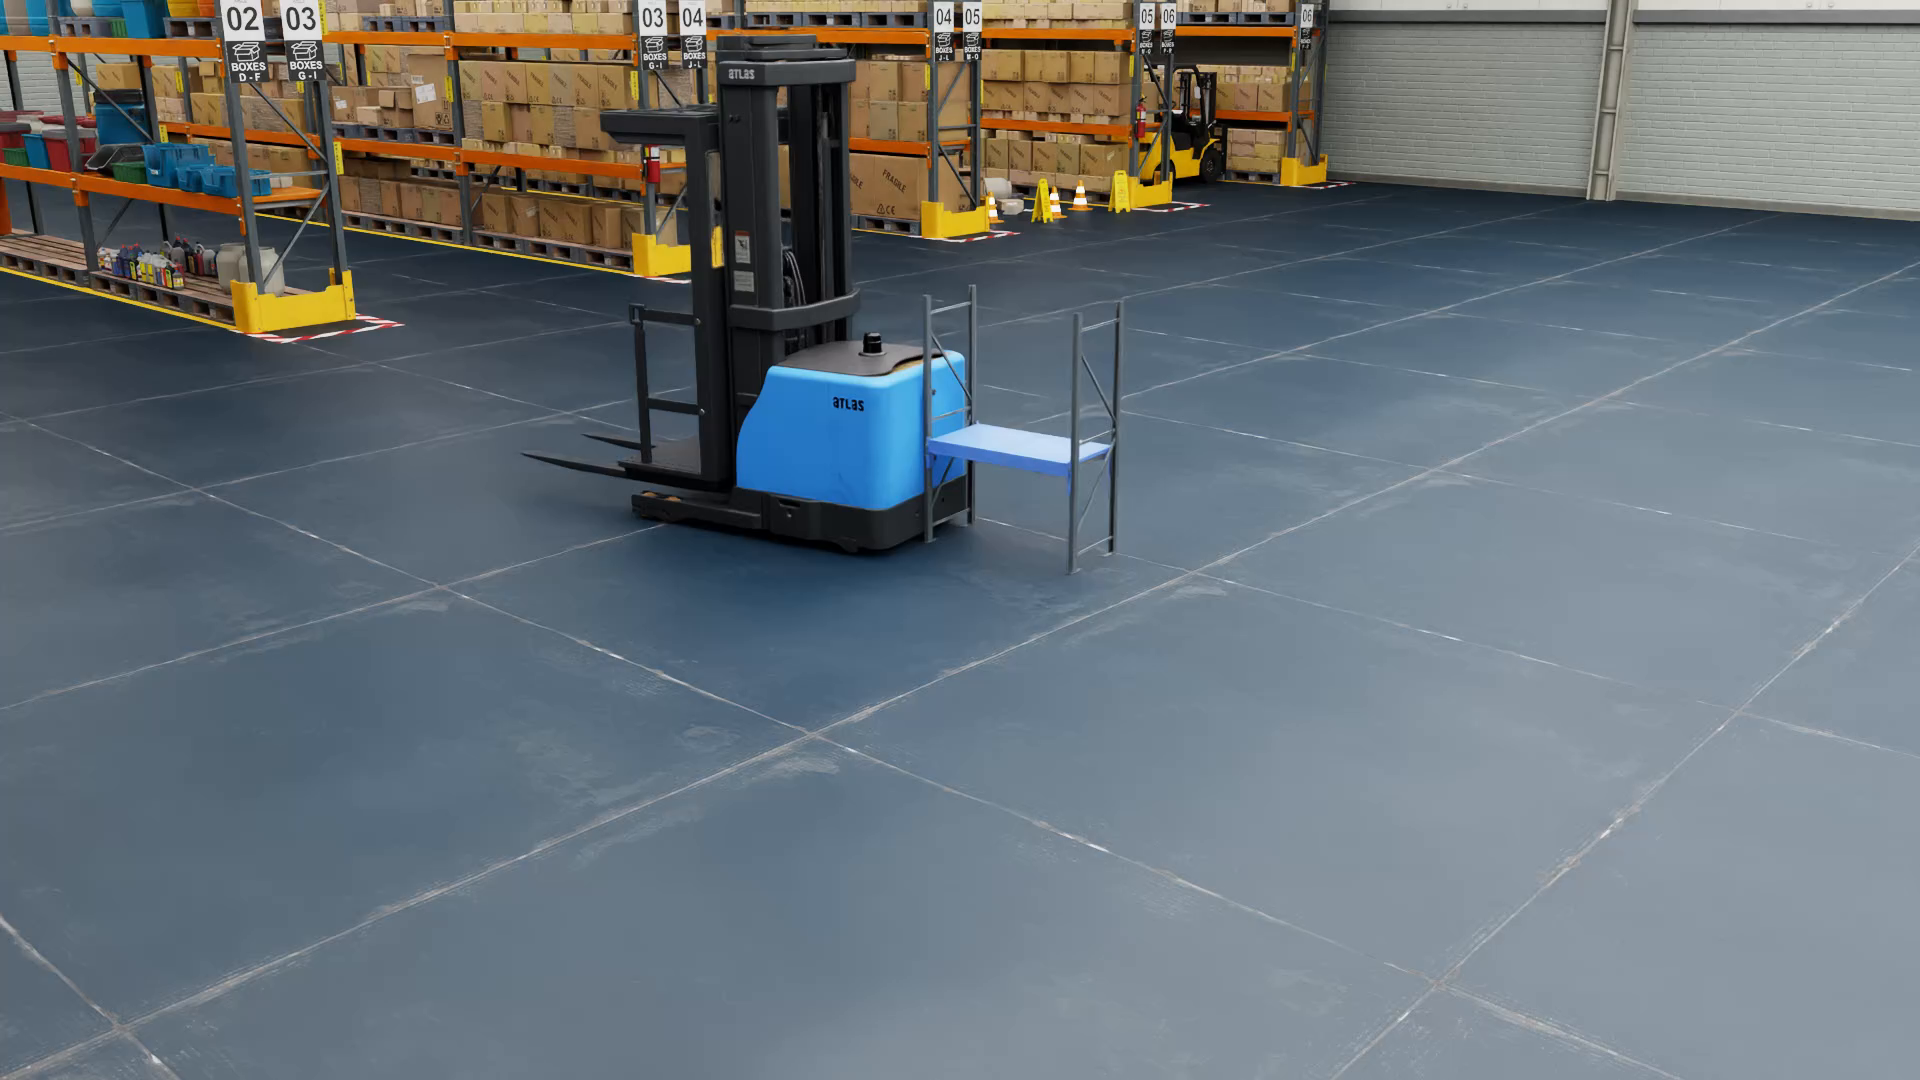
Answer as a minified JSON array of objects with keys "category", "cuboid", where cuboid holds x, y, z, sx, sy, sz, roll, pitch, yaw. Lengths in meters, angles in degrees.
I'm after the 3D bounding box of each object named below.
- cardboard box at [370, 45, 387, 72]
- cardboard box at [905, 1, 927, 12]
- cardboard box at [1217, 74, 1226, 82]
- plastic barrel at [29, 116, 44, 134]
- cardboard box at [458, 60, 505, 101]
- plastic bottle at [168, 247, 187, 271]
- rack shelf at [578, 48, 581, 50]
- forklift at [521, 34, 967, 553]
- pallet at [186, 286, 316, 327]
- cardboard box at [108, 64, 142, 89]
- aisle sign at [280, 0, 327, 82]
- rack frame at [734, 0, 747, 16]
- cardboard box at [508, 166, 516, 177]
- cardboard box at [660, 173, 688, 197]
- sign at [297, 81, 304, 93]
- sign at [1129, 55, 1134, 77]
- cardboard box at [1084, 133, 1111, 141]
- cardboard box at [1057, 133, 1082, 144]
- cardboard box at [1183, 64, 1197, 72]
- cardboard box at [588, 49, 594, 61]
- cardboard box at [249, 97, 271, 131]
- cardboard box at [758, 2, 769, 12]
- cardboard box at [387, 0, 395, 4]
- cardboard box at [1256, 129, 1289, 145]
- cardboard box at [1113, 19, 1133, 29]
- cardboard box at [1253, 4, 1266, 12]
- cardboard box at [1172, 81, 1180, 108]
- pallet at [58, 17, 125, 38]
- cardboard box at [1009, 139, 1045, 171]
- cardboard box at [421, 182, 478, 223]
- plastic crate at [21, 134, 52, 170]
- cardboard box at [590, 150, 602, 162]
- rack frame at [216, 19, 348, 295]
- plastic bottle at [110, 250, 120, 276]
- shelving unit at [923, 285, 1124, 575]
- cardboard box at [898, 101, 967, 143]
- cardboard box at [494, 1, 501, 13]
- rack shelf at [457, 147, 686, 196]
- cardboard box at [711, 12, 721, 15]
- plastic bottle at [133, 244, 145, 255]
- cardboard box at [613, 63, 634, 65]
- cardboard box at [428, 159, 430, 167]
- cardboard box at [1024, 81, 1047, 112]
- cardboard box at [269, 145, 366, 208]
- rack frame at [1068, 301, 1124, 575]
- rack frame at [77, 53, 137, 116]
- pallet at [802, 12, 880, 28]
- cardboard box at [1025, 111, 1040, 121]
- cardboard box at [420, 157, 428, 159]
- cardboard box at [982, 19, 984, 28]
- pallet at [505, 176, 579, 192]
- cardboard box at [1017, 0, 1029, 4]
[{"category":"cardboard box","cuboid":[-11.128,-9.389,32.426,0.500,0.500,0.500,14,23,38]},{"category":"cardboard box","cuboid":[-0.550,-7.417,23.122,0.250,0.149,0.380,15,23,39]},{"category":"cardboard box","cuboid":[5.005,-8.749,31.482,0.250,0.149,0.380,15,23,40]},{"category":"plastic barrel","cuboid":[-11.489,-5.064,20.924,0.421,0.512,0.421,0,18,0]},{"category":"cardboard box","cuboid":[-6.268,-6.089,22.029,0.500,0.500,0.500,15,23,39]},{"category":"plastic bottle","cuboid":[-8.986,-3.221,19.076,0.135,0.276,0.152,15,23,39]},{"category":"rack shelf","cuboid":[-7.555,-8.964,29.630,4.000,0.370,1.077,15,23,39]},{"category":"forklift","cuboid":[-1.489,-1.628,10.396,3.031,2.935,1.130,10,20,29]},{"category":"pallet","cuboid":[-7.424,-2.487,17.599,1.213,0.211,1.003,15,23,39]},{"category":"cardboard box","cuboid":[-14.466,-8.047,29.027,0.500,0.500,0.500,14,23,38]},{"category":"aisle sign","cuboid":[-6.483,-4.938,16.415,0.004,0.787,0.394,15,23,39]},{"category":"rack frame","cuboid":[-3.068,-9.532,25.271,0.127,3.000,1.000,15,23,39]},{"category":"cardboard box","cuboid":[-7.877,-6.871,30.243,0.500,0.500,0.500,16,23,40]},{"category":"cardboard box","cuboid":[-4.311,-6.099,27.397,0.750,0.750,1.050,15,23,39]},{"category":"sign","cuboid":[-9.793,-6.800,24.664,0.005,0.325,0.100,15,23,39]},{"category":"sign","cuboid":[2.751,-7.591,26.635,0.005,0.325,0.100,15,23,39]},{"category":"cardboard box","cuboid":[3.037,-8.107,33.930,0.625,0.625,0.875,16,24,42]},{"category":"cardboard box","cuboid":[1.857,-6.778,28.048,0.250,0.149,0.380,16,23,40]},{"category":"cardboard box","cuboid":[4.492,-9.064,31.982,0.250,0.149,0.380,15,23,39]},{"category":"cardboard box","cuboid":[-7.882,-10.382,36.048,0.500,0.500,0.500,15,23,39]},{"category":"cardboard box","cuboid":[-10.720,-6.670,26.003,0.500,0.500,0.500,14,22,38]},{"category":"cardboard box","cuboid":[-2.826,-8.029,25.049,0.250,0.149,0.380,15,23,39]},{"category":"cardboard box","cuboid":[-8.154,-7.847,23.928,0.500,0.500,0.500,16,23,40]},{"category":"cardboard box","cuboid":[5.875,-7.522,31.052,0.500,0.250,0.500,16,24,41]},{"category":"cardboard box","cuboid":[2.682,-8.328,26.851,0.250,0.149,0.380,15,23,39]},{"category":"cardboard box","cuboid":[5.605,-9.789,30.595,0.250,0.149,0.380,14,22,38]},{"category":"cardboard box","cuboid":[4.373,-8.634,32.193,0.500,0.500,0.500,15,23,39]},{"category":"pallet","cuboid":[-9.119,-5.667,18.364,1.003,0.211,1.213,15,23,39]},{"category":"cardboard box","cuboid":[1.199,-6.671,28.785,0.500,0.500,0.500,17,24,42]},{"category":"cardboard box","cuboid":[-7.225,-4.817,23.737,0.500,0.500,0.700,15,23,39]},{"category":"plastic crate","cuboid":[-10.755,-4.594,19.654,0.575,0.384,0.392,15,23,39]},{"category":"cardboard box","cuboid":[-4.378,-4.801,20.696,0.250,0.149,0.380,15,23,39]},{"category":"rack frame","cuboid":[-6.731,-3.647,16.645,0.127,3.000,1.000,15,23,39]},{"category":"plastic bottle","cuboid":[-9.516,-3.140,18.822,0.135,0.276,0.152,16,24,41]},{"category":"shelving unit","cuboid":[0.356,-0.666,9.732,1.048,1.500,0.538,12,21,33]},{"category":"cardboard box","cuboid":[-0.384,-6.005,23.828,0.550,0.550,0.875,15,23,39]},{"category":"cardboard box","cuboid":[-5.751,-6.847,21.358,0.250,0.149,0.380,16,24,41]},{"category":"rack shelf","cuboid":[-4.940,-4.826,21.550,4.000,0.370,1.077,15,23,39]},{"category":"cardboard box","cuboid":[-4.707,-10.539,32.930,0.396,0.266,0.258,-16,24,-41]},{"category":"plastic bottle","cuboid":[-9.299,-3.174,18.806,0.185,0.351,0.144,15,23,39]},{"category":"cardboard box","cuboid":[-4.044,-5.708,20.828,0.500,0.500,0.500,15,23,39]},{"category":"cardboard box","cuboid":[-10.066,-7.312,32.211,0.250,0.149,0.380,14,23,38]},{"category":"cardboard box","cuboid":[1.435,-7.555,28.301,0.500,0.500,0.500,15,23,40]},{"category":"cardboard box","cuboid":[-9.930,-5.705,25.947,0.875,0.875,1.225,14,22,37]},{"category":"rack frame","cuboid":[0.772,-0.578,9.453,0.032,1.500,0.500,12,21,33]},{"category":"rack frame","cuboid":[-15.411,-7.980,30.299,0.127,3.000,1.000,15,23,39]},{"category":"pallet","cuboid":[-1.554,-7.649,24.441,1.213,0.211,1.003,15,23,39]},{"category":"cardboard box","cuboid":[1.323,-7.254,28.426,0.250,0.149,0.380,15,23,39]},{"category":"cardboard box","cuboid":[-10.247,-7.474,32.230,0.250,0.149,0.380,16,23,41]},{"category":"cardboard box","cuboid":[0.370,-8.939,28.776,0.250,0.149,0.380,15,23,39]},{"category":"pallet","cuboid":[-7.551,-6.549,30.398,1.213,0.211,1.003,15,23,39]},{"category":"cardboard box","cuboid":[1.172,-9.117,28.018,0.250,0.149,0.380,15,23,38]}]
